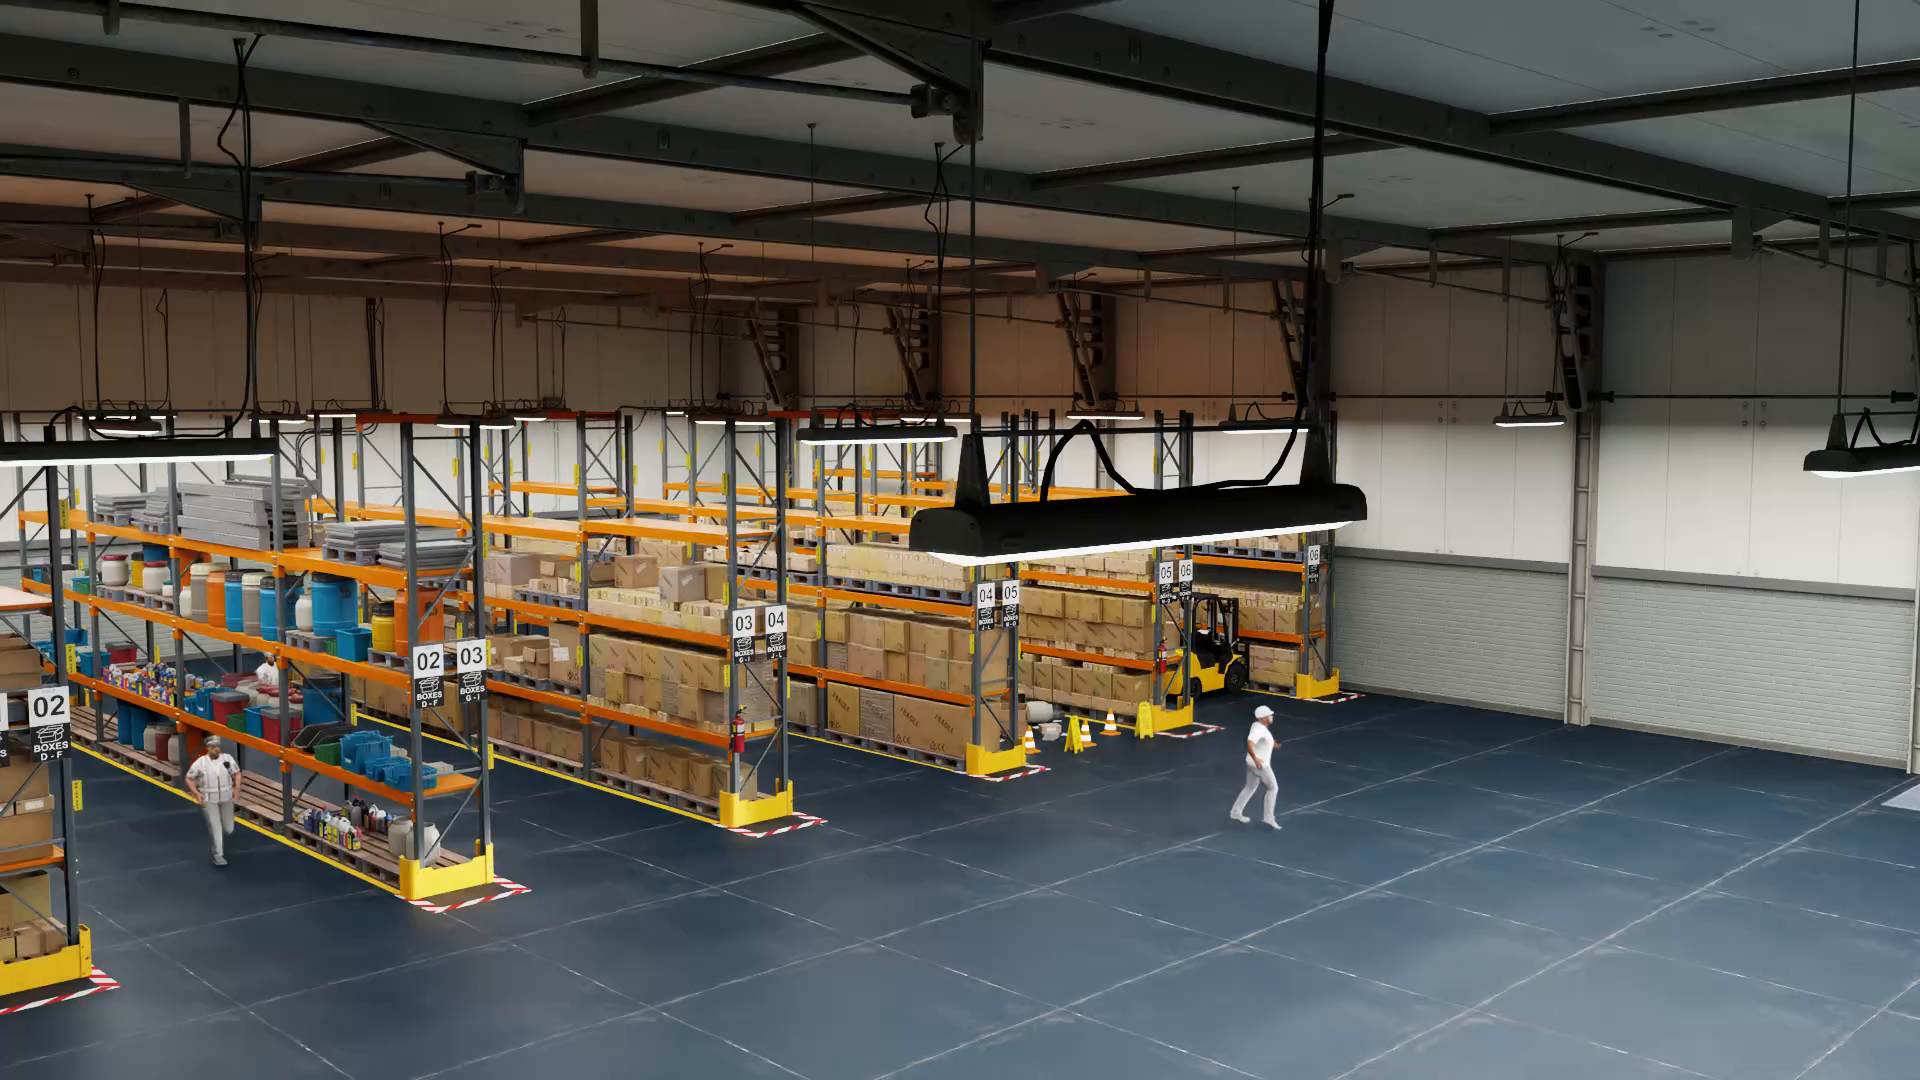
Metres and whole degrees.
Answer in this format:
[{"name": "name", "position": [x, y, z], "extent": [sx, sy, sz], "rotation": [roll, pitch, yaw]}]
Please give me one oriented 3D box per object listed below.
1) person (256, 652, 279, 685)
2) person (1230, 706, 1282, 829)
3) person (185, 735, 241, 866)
[{"name": "person", "position": [-12.730, 2.862, 30.660], "extent": [0.856, 1.668, 0.606], "rotation": [3, 6, 32]}, {"name": "person", "position": [4.357, 3.331, 24.412], "extent": [0.785, 1.821, 0.686], "rotation": [-1, 5, -6]}, {"name": "person", "position": [-10.118, 3.494, 22.578], "extent": [0.699, 1.738, 0.792], "rotation": [-4, 6, -40]}]
